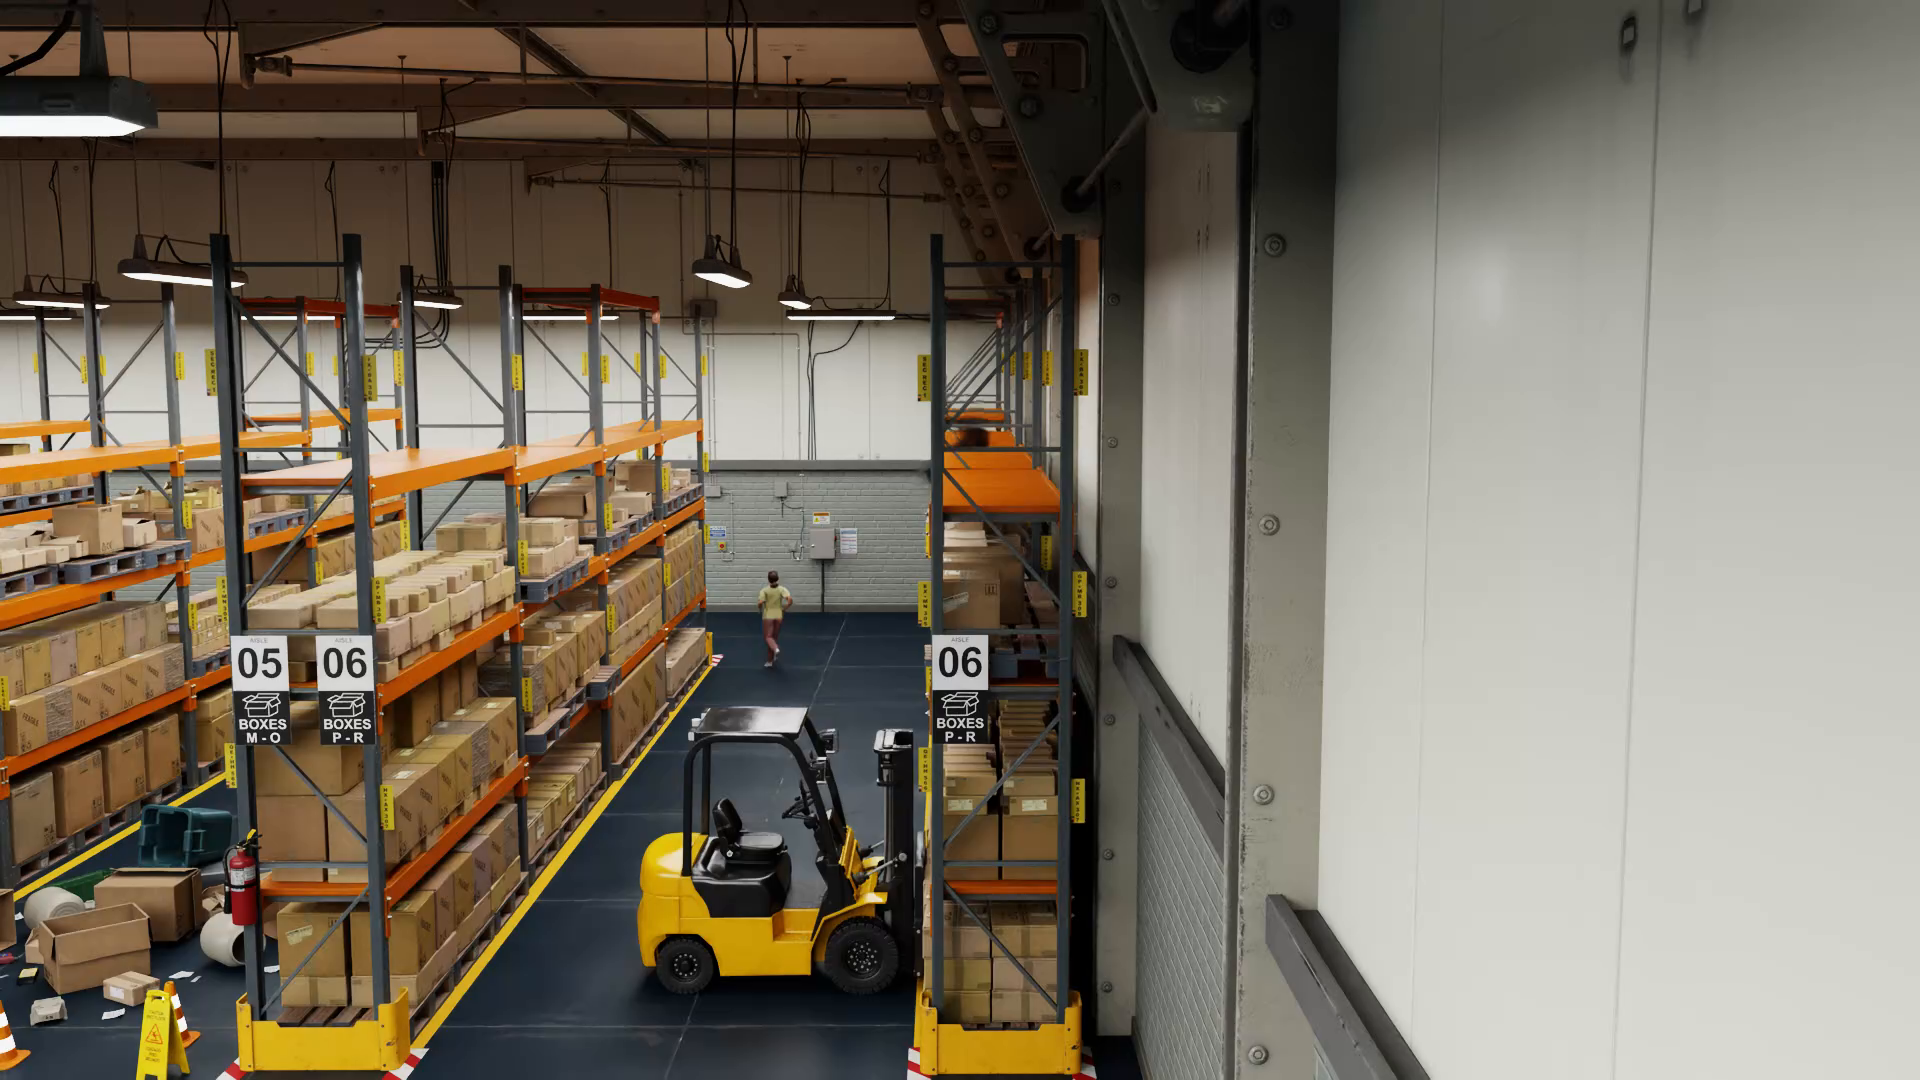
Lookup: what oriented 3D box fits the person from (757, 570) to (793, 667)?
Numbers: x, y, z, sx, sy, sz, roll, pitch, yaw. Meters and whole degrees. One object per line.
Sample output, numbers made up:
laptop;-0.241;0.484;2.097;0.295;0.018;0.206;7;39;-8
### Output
person;-3.067;1.329;27.434;0.573;1.658;0.829;-3;7;-23
